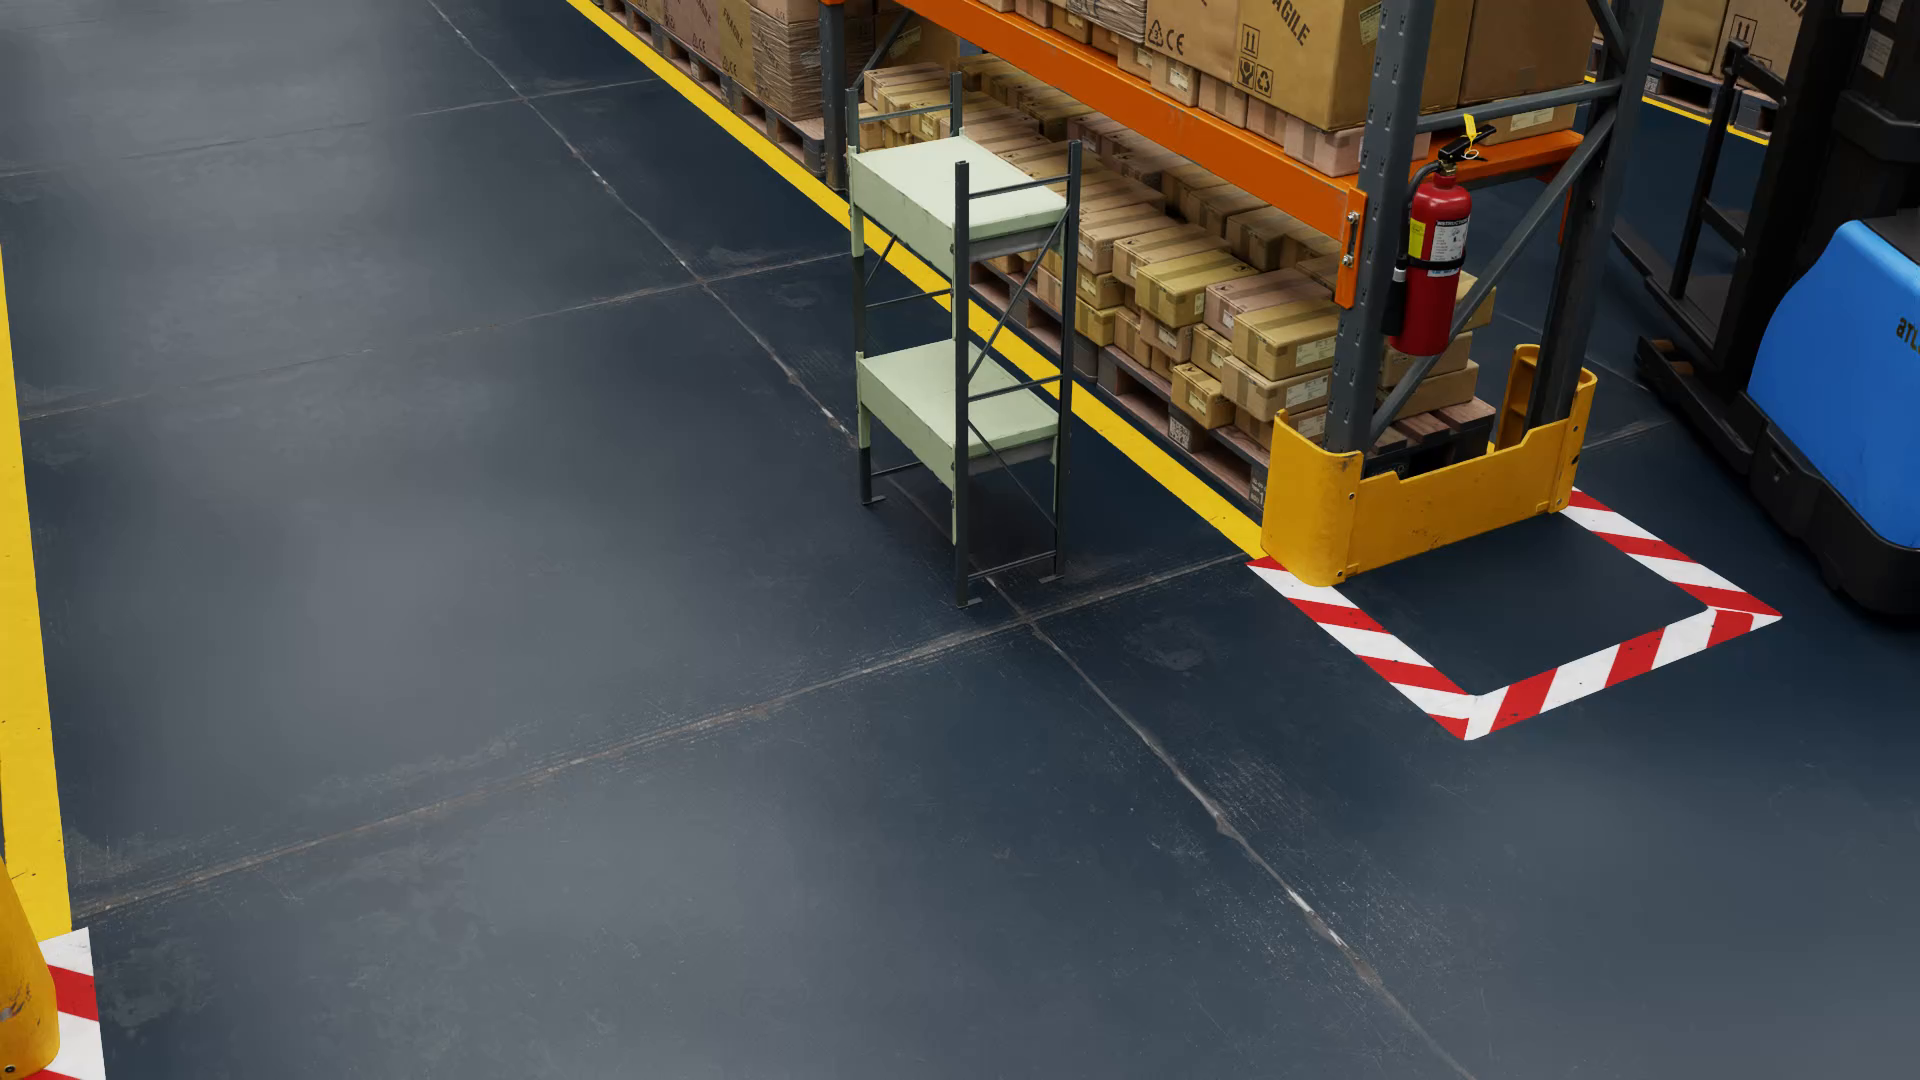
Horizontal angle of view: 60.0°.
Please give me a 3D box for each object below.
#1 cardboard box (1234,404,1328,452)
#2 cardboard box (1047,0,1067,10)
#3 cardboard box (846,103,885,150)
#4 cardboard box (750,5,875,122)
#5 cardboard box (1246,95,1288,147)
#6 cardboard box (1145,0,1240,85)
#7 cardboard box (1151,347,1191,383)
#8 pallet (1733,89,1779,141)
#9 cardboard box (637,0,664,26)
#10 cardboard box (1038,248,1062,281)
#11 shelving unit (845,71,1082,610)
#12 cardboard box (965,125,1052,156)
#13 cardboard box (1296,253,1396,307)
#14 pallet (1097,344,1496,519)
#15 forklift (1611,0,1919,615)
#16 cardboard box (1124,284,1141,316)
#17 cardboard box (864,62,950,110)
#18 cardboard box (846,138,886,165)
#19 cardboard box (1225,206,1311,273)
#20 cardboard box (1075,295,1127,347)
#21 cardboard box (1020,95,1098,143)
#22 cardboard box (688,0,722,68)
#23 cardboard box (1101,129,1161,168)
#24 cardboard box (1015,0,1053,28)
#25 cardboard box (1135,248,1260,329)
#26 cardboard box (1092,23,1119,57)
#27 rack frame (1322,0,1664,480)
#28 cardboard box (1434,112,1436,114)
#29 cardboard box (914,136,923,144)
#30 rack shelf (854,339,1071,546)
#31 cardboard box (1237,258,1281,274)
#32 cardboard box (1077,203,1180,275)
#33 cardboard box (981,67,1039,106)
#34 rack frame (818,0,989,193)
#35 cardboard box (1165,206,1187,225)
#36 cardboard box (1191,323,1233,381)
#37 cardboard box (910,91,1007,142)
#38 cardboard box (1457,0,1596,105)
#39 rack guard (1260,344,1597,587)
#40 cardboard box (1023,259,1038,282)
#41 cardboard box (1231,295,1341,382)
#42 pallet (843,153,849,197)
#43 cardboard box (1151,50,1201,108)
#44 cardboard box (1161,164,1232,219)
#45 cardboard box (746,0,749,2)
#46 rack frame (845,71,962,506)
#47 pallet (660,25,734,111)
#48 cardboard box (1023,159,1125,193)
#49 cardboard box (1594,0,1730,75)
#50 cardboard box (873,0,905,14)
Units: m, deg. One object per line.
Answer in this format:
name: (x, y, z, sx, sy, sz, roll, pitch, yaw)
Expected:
cardboard box: (1.212, -0.462, 5.943, 0.380, 0.149, 0.250, -15, 36, -22)
cardboard box: (0.501, -2.331, 6.239, 0.500, 0.500, 0.500, -14, 35, -21)
cardboard box: (-0.337, -2.043, 8.137, 0.380, 0.149, 0.250, -14, 35, -21)
cardboard box: (-0.791, -2.609, 8.970, 0.500, 0.500, 0.500, -17, 36, -24)
cardboard box: (1.157, -1.393, 5.377, 0.380, 0.149, 0.250, -16, 36, -23)
cardboard box: (0.969, -1.851, 5.489, 0.500, 0.500, 0.500, -16, 36, -24)
cardboard box: (0.955, -0.707, 6.326, 0.380, 0.149, 0.250, -16, 36, -23)
pallet: (5.070, -2.255, 9.074, 1.003, 0.211, 1.213, -16, 36, -23)
cardboard box: (-1.747, -3.588, 10.497, 0.500, 0.500, 0.500, -15, 36, -23)
cardboard box: (0.543, -1.187, 6.799, 0.380, 0.149, 0.250, -14, 35, -21)
shelving unit: (-0.003, -0.635, 5.350, 0.431, 1.500, 0.755, -16, 36, -23)
cardboard box: (0.180, -1.690, 7.310, 0.380, 0.149, 0.250, -15, 36, -22)
cardboard box: (1.463, -0.950, 6.154, 0.380, 0.149, 0.250, -15, 36, -22)
pallet: (1.259, -0.545, 6.405, 1.003, 0.211, 1.213, -16, 36, -23)
forklift: (3.337, -1.760, 5.780, 1.130, 2.935, 3.031, -1, 33, -1)
cardboard box: (0.865, -0.970, 6.461, 0.380, 0.149, 0.250, -16, 36, -24)
cardboard box: (-0.246, -2.206, 8.114, 0.380, 0.149, 0.250, -14, 35, -21)
cardboard box: (-0.338, -1.917, 8.215, 0.380, 0.149, 0.250, -18, 37, -25)
cardboard box: (1.270, -1.200, 6.545, 0.380, 0.149, 0.250, -18, 37, -25)
cardboard box: (0.654, -0.927, 6.670, 0.380, 0.149, 0.250, -18, 37, -25)
cardboard box: (0.502, -1.945, 7.708, 0.380, 0.149, 0.250, -15, 35, -22)
cardboard box: (-1.265, -3.100, 9.736, 0.500, 0.500, 0.500, -17, 36, -24)
cardboard box: (0.846, -1.714, 7.347, 0.380, 0.149, 0.250, -17, 36, -25)
cardboard box: (0.442, -2.140, 6.542, 0.380, 0.149, 0.250, -14, 35, -21)
cardboard box: (0.871, -0.928, 6.120, 0.380, 0.149, 0.250, -17, 36, -24)
cardboard box: (0.717, -1.902, 6.171, 0.380, 0.149, 0.250, -17, 37, -25)
rack frame: (1.642, -1.286, 4.977, 1.000, 3.000, 0.127, -16, 36, -23)
cardboard box: (1.625, -1.529, 5.588, 0.380, 0.149, 0.250, -15, 35, -21)
cardboard box: (0.006, -1.838, 7.816, 0.380, 0.149, 0.250, -16, 36, -23)
rack shelf: (-0.003, -0.360, 5.526, 0.431, 0.370, 0.720, -16, 36, -23)
cardboard box: (1.331, -1.092, 6.651, 0.380, 0.149, 0.250, -15, 35, -22)
cardboard box: (0.632, -1.182, 6.516, 0.380, 0.149, 0.250, -15, 35, -21)
cardboard box: (0.327, -2.206, 8.115, 0.380, 0.149, 0.250, -15, 36, -23)
rack frame: (-0.223, -3.195, 7.957, 1.000, 3.000, 0.127, -16, 36, -23)
cardboard box: (0.960, -1.314, 6.997, 0.380, 0.149, 0.250, -14, 35, -21)
cardboard box: (1.069, -0.706, 6.050, 0.380, 0.149, 0.250, -17, 36, -24)
cardboard box: (-0.008, -1.951, 7.717, 0.380, 0.149, 0.250, -16, 36, -24)
cardboard box: (1.677, -1.737, 5.313, 0.500, 0.500, 0.500, -14, 35, -21)
rack guard: (1.606, -0.270, 5.708, 1.175, 0.500, 0.348, -16, 36, -23)
cardboard box: (0.493, -1.202, 7.099, 0.380, 0.149, 0.250, -15, 36, -22)
cardboard box: (1.171, -0.702, 5.767, 0.380, 0.149, 0.250, -15, 36, -23)
pallet: (0.121, -1.710, 8.223, 1.003, 0.211, 1.213, -16, 36, -23)
cardboard box: (0.887, -1.625, 5.739, 0.380, 0.149, 0.250, -15, 36, -22)
cardboard box: (1.067, -1.472, 6.969, 0.380, 0.149, 0.250, -15, 36, -22)
cardboard box: (-1.022, -3.176, 9.159, 0.500, 0.250, 0.500, -14, 35, -21)
rack frame: (-0.174, -0.809, 5.623, 0.400, 1.500, 0.023, -16, 36, -23)
pallet: (-1.160, -2.975, 10.198, 1.003, 0.211, 1.213, -16, 36, -23)
cardboard box: (0.460, -1.453, 6.940, 0.380, 0.149, 0.250, -16, 36, -23)
cardboard box: (4.449, -3.342, 9.766, 0.875, 0.875, 0.875, -16, 36, -23)
cardboard box: (-0.334, -3.054, 8.970, 0.500, 0.250, 0.500, -18, 37, -25)
